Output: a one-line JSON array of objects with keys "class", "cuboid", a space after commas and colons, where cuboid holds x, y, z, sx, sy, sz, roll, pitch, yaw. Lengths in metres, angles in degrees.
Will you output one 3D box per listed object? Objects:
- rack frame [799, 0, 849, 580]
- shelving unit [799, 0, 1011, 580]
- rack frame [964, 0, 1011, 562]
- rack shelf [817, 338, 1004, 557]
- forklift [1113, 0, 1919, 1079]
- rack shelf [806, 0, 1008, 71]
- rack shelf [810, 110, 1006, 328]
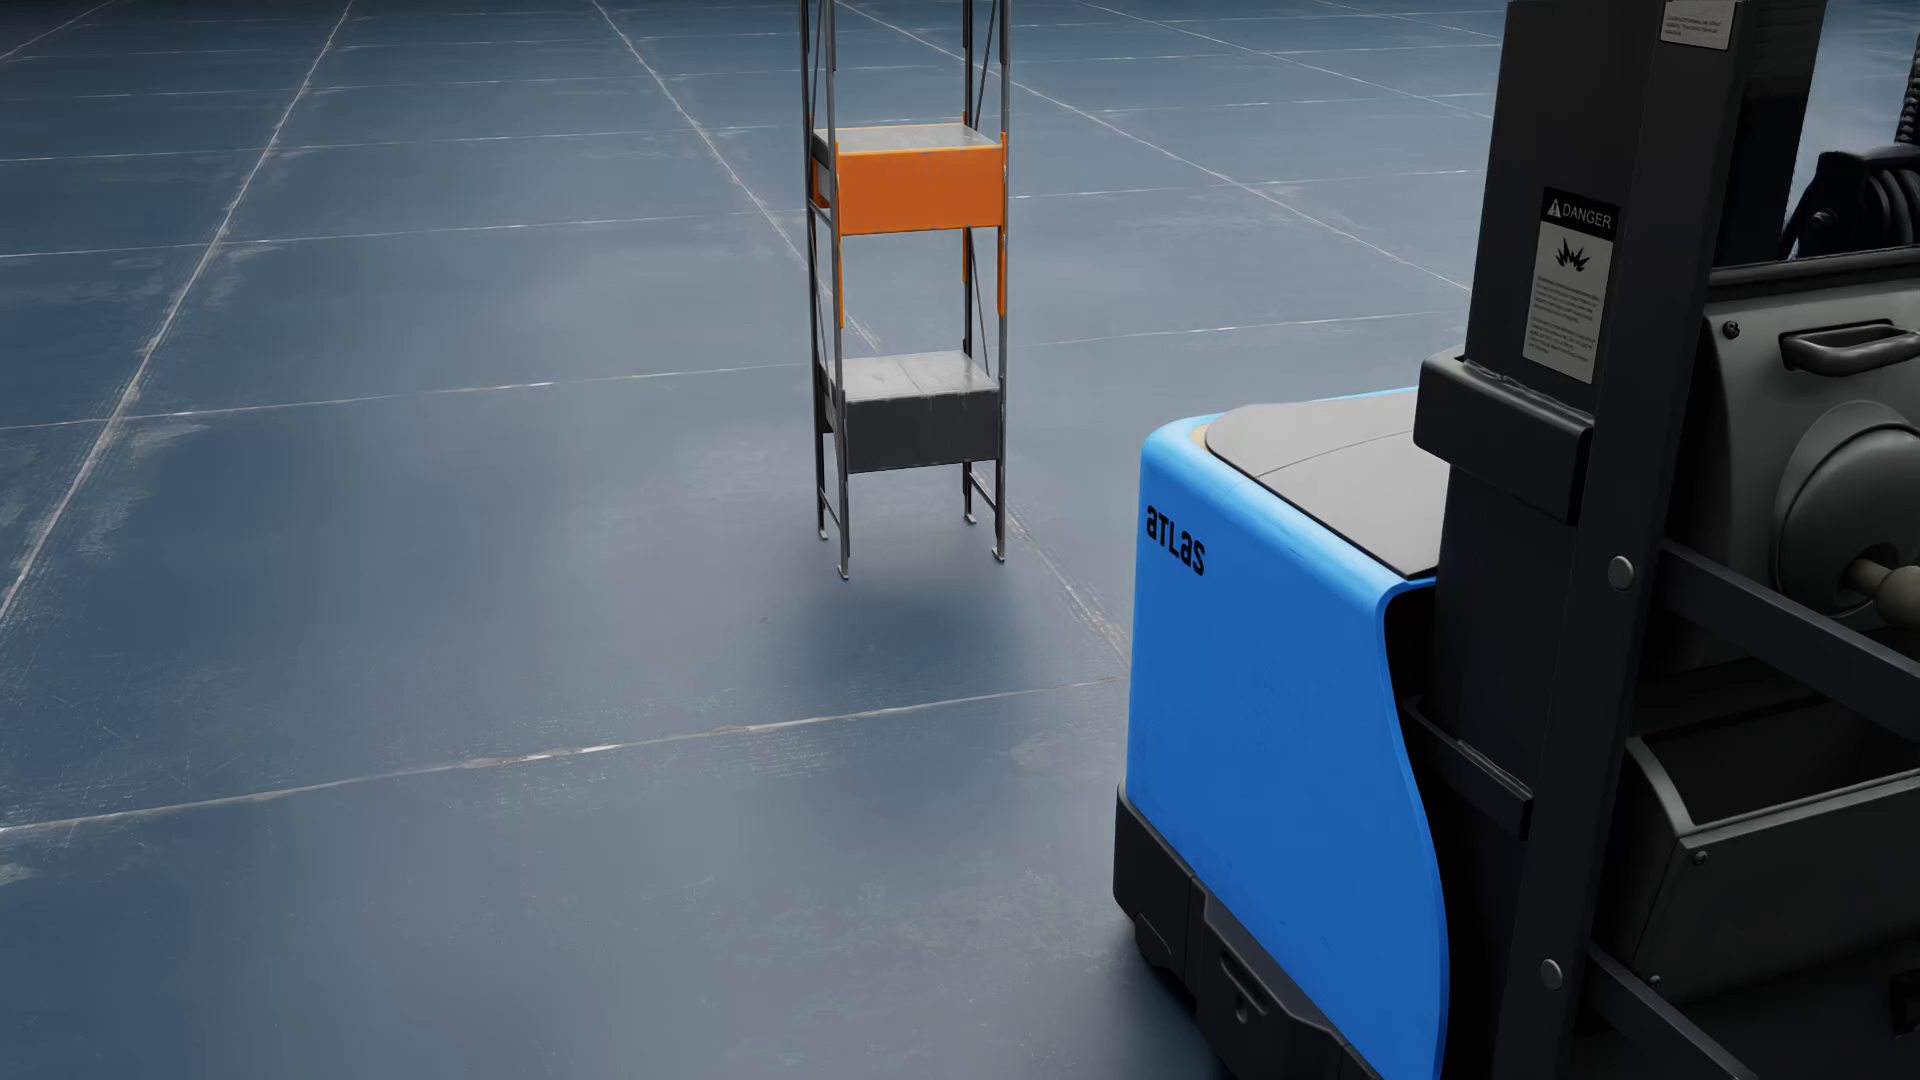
[{"class": "rack frame", "cuboid": [-0.394, -0.921, 4.734, 0.015, 2.100, 0.400, -6, 24, -14]}, {"class": "shelving unit", "cuboid": [-0.159, -0.947, 4.795, 0.503, 2.100, 0.431, -6, 24, -14]}, {"class": "rack frame", "cuboid": [0.076, -0.973, 4.855, 0.015, 2.100, 0.400, -6, 24, -14]}, {"class": "rack shelf", "cuboid": [-0.159, -0.291, 5.076, 0.480, 0.518, 0.431, -6, 24, -14]}, {"class": "forklift", "cuboid": [1.328, -0.107, 1.782, 1.130, 2.935, 3.031, -9, 25, -20]}, {"class": "rack shelf", "cuboid": [-0.159, -1.578, 4.524, 0.480, 0.518, 0.431, -6, 24, -14]}, {"class": "rack shelf", "cuboid": [-0.159, -0.935, 4.800, 0.480, 0.518, 0.431, -6, 24, -14]}]
